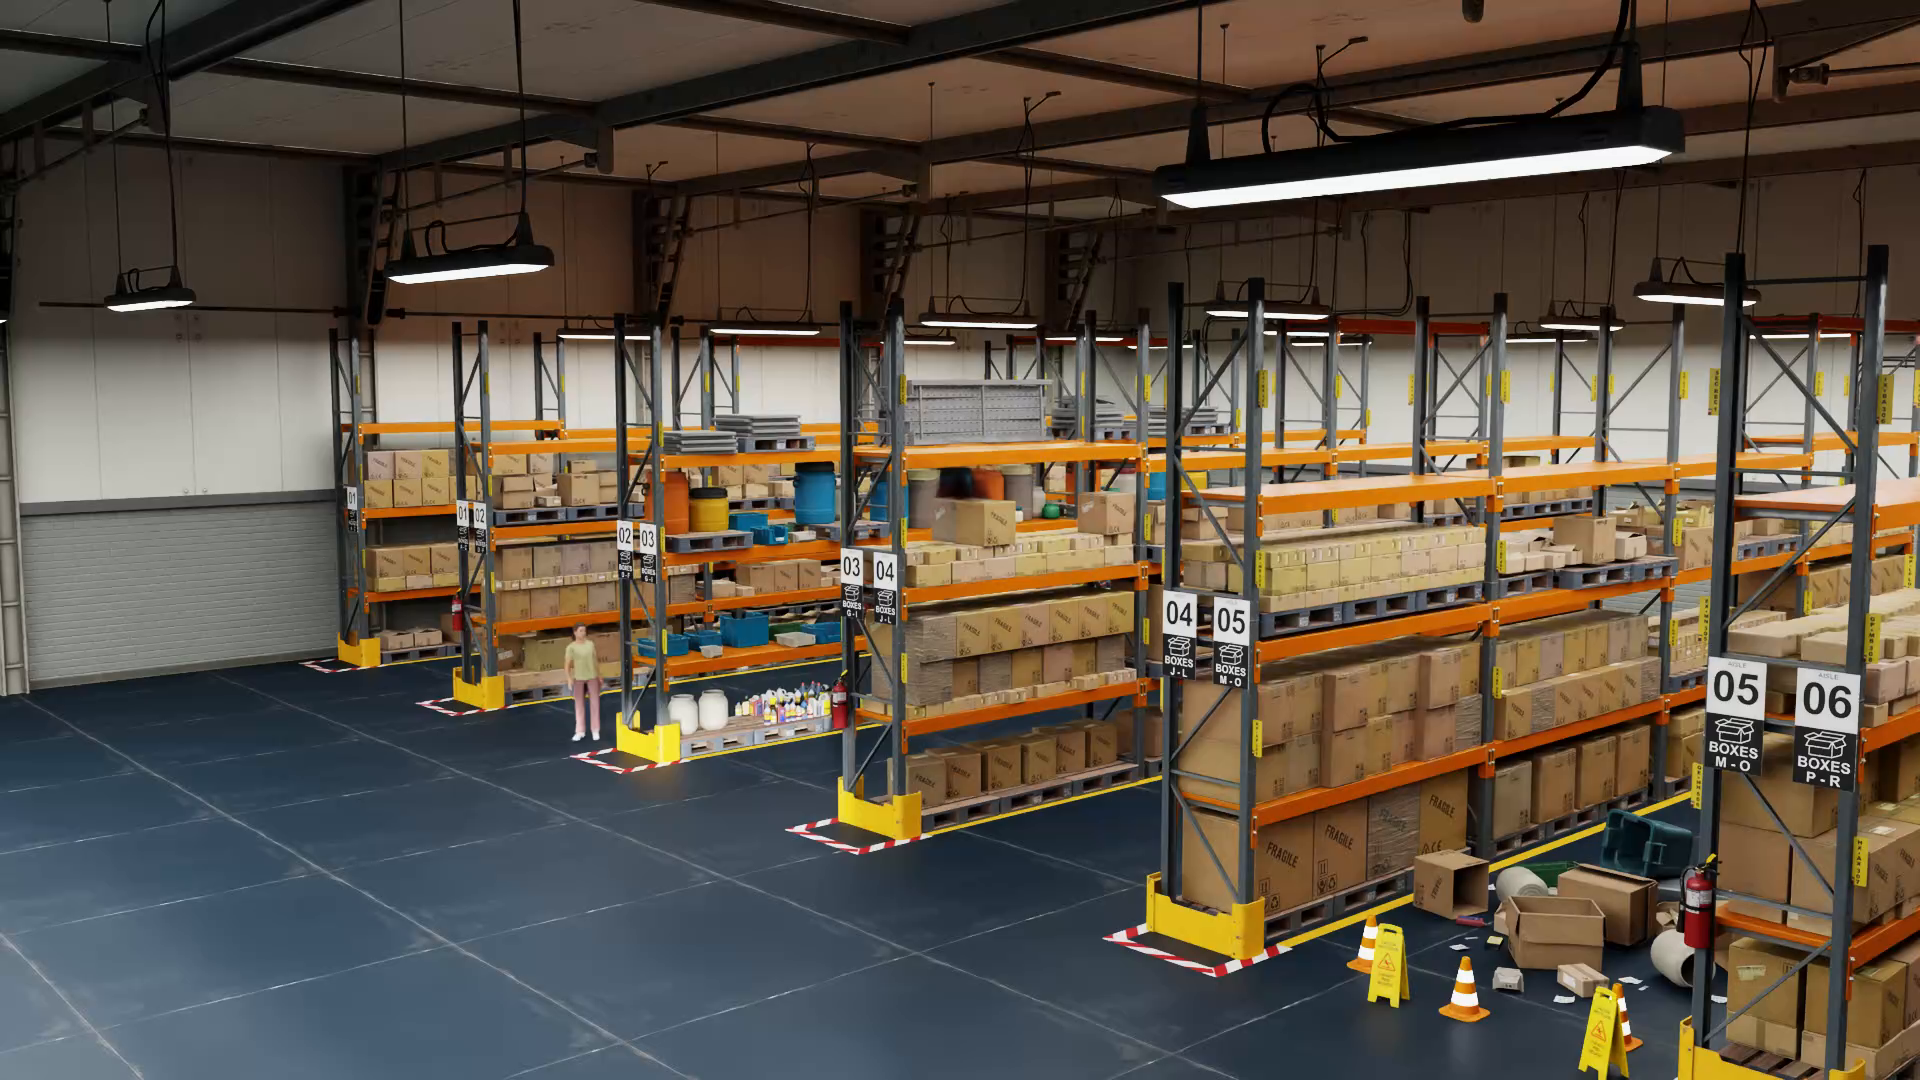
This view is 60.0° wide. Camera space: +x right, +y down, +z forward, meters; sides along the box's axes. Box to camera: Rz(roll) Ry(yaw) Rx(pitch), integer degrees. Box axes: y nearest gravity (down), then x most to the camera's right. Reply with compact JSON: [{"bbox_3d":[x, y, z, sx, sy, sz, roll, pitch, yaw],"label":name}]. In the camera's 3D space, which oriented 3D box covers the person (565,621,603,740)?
[{"bbox_3d":[-5.351,2.022,23.666,0.529,1.713,0.484,-1,6,-10],"label":"person"}]
